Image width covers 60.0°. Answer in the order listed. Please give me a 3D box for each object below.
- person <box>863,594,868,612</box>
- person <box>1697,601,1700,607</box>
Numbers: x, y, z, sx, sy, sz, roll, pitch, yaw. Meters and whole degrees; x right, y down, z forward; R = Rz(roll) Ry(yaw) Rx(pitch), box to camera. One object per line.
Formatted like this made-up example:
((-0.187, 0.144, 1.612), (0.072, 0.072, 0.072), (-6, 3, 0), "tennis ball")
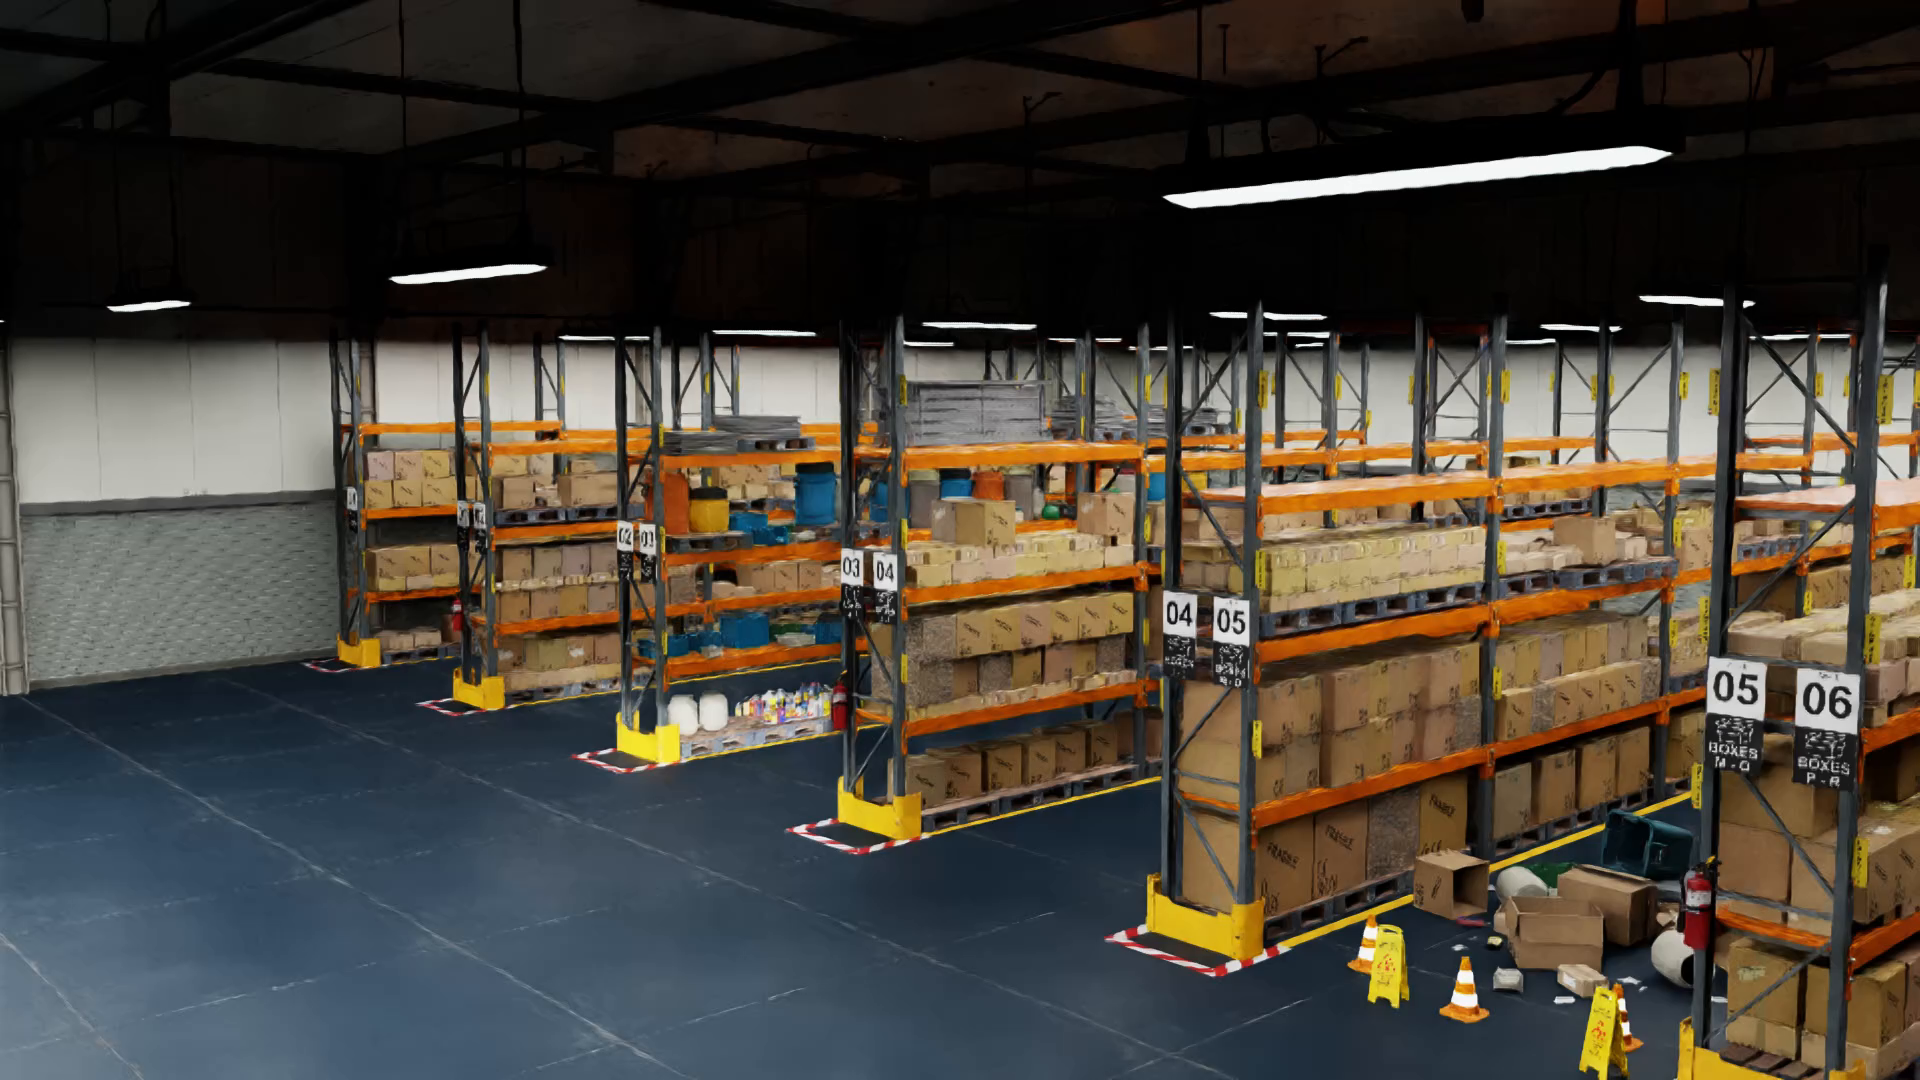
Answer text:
((-2.015, 1.107, 33.557), (0.519, 1.507, 0.566), (-6, 8, -44), "person")
((11.710, 1.746, 26.219), (1.115, 1.648, 0.543), (-5, 7, -39), "person")
